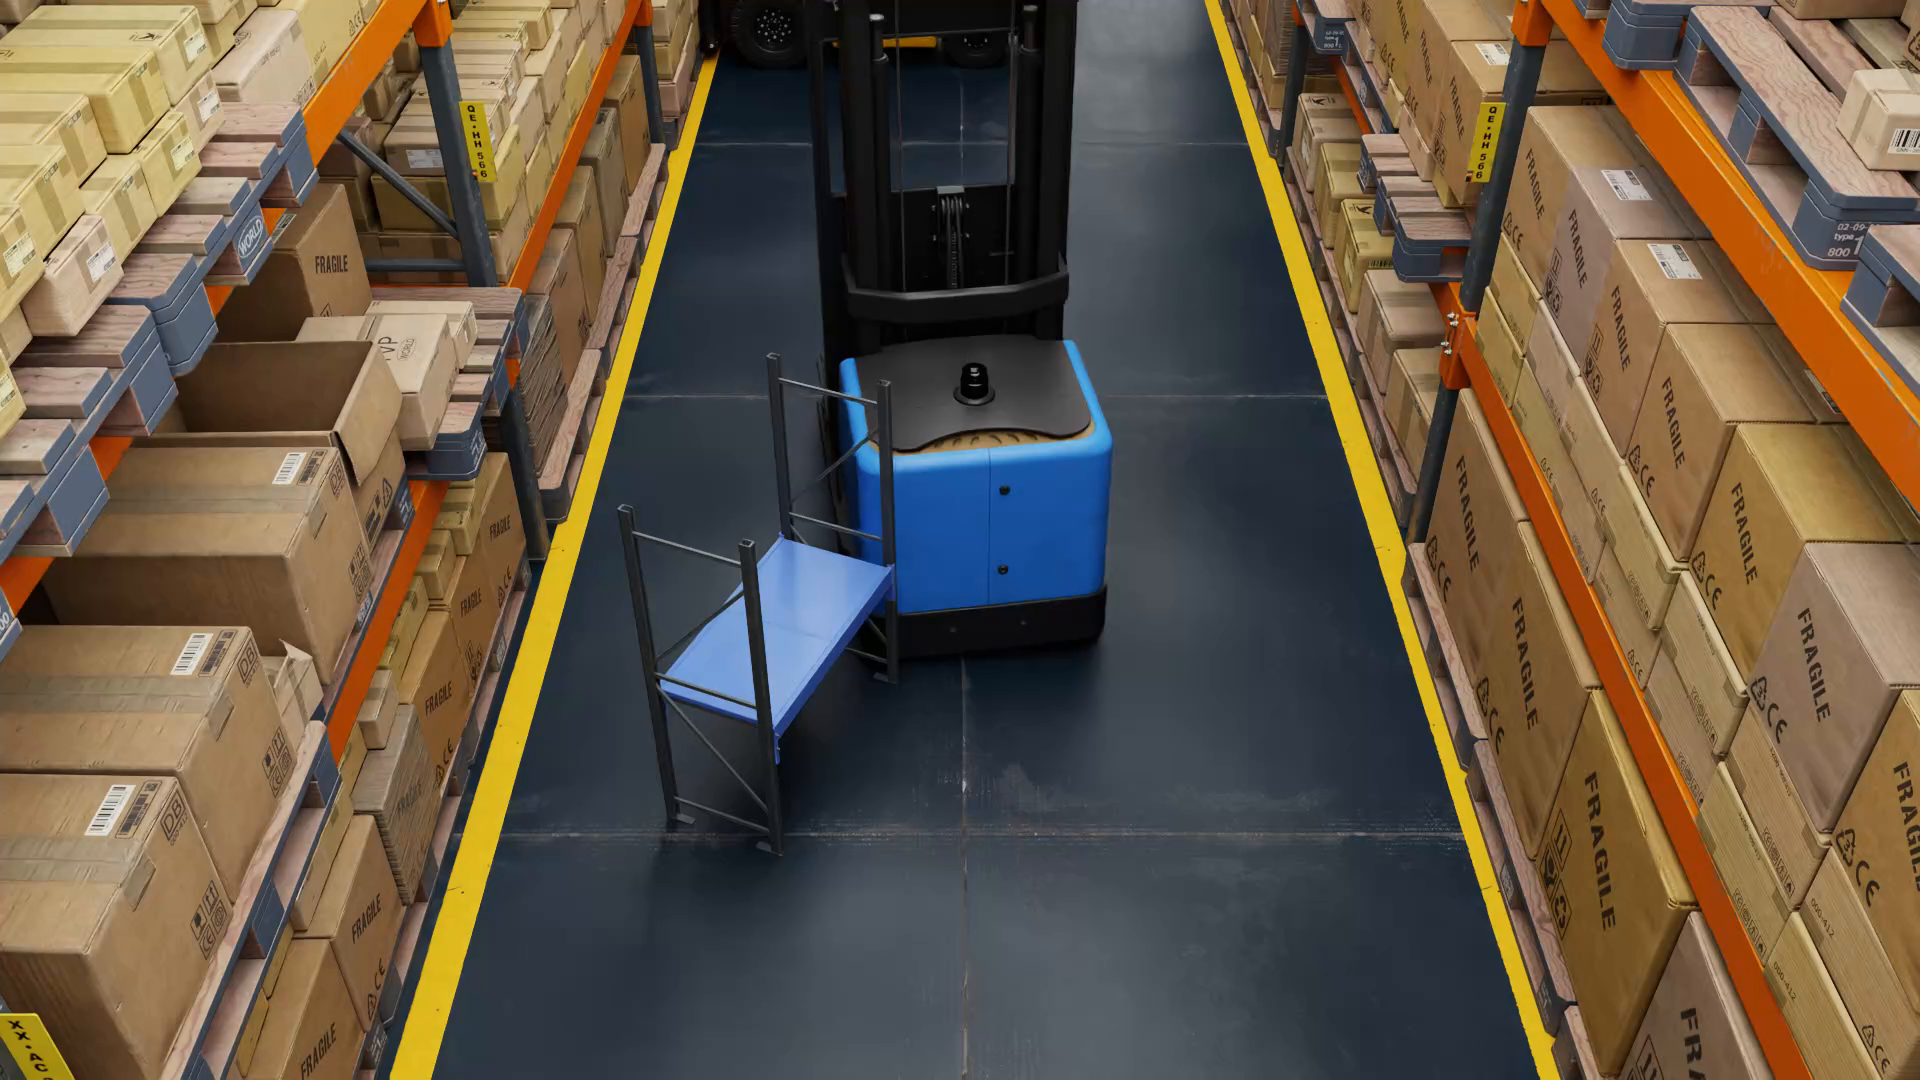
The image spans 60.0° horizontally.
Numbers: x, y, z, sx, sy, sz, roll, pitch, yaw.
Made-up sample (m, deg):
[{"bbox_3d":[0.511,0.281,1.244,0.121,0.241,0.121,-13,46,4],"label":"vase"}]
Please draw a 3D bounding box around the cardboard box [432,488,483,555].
[{"bbox_3d":[-2.114,-0.068,6.580,0.380,0.149,0.250,-2,39,-2],"label":"cardboard box"}]

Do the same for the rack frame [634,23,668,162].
[{"bbox_3d":[-2.403,-3.607,9.852,1.000,3.000,0.127,0,39,0],"label":"rack frame"}]

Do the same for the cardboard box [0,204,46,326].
[{"bbox_3d":[-1.985,-0.508,3.134,0.380,0.149,0.250,-1,39,-1],"label":"cardboard box"}]

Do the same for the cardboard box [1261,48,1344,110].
[{"bbox_3d":[2.291,-3.073,11.049,0.500,0.250,0.500,2,39,2],"label":"cardboard box"}]

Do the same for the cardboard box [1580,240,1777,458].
[{"bbox_3d":[2.316,-0.598,5.218,0.500,0.500,0.500,1,39,1],"label":"cardboard box"}]

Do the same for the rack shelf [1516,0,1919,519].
[{"bbox_3d":[2.567,-0.751,4.465,1.077,0.370,4.000,0,39,0],"label":"rack shelf"}]

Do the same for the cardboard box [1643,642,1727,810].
[{"bbox_3d":[2.336,0.534,4.805,0.500,0.250,0.500,-1,39,-1],"label":"cardboard box"}]

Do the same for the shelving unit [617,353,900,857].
[{"bbox_3d":[-0.691,0.246,6.244,0.538,1.500,1.048,15,41,18],"label":"shelving unit"}]

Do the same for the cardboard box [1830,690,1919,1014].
[{"bbox_3d":[2.318,0.682,3.621,0.500,0.500,0.500,1,39,1],"label":"cardboard box"}]

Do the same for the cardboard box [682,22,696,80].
[{"bbox_3d":[-2.089,-3.318,11.355,0.500,0.250,0.500,-1,39,-1],"label":"cardboard box"}]

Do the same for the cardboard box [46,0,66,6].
[{"bbox_3d":[-2.700,-1.508,4.636,0.380,0.149,0.250,-1,39,-1],"label":"cardboard box"}]

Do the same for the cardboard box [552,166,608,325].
[{"bbox_3d":[-2.395,-1.562,8.864,0.875,0.625,0.625,-2,39,-2],"label":"cardboard box"}]

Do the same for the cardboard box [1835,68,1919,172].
[{"bbox_3d":[2.417,-1.036,4.096,0.380,0.166,0.250,3,39,4],"label":"cardboard box"}]

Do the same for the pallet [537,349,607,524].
[{"bbox_3d":[-2.361,-0.532,8.245,1.003,0.211,1.213,0,39,0],"label":"pallet"}]

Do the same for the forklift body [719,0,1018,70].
[{"bbox_3d":[-0.581,-4.593,11.761,2.313,2.155,1.214,0,39,0],"label":"forklift body"}]

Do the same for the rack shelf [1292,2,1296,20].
[{"bbox_3d":[2.558,-4.583,11.645,1.077,0.370,4.000,0,39,0],"label":"rack shelf"}]

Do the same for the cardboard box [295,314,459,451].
[{"bbox_3d":[-2.074,-0.551,5.824,0.500,0.250,0.500,-2,39,-2],"label":"cardboard box"}]

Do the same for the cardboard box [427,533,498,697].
[{"bbox_3d":[-2.193,0.283,6.661,0.500,0.500,0.500,-1,39,-1],"label":"cardboard box"}]

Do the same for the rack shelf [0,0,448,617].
[{"bbox_3d":[-2.397,-0.745,4.457,1.077,0.370,4.000,0,39,0],"label":"rack shelf"}]

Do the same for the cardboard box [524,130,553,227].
[{"bbox_3d":[-2.151,-1.639,7.517,0.500,0.250,0.500,-1,39,-1],"label":"cardboard box"}]

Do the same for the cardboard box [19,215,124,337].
[{"bbox_3d":[-1.976,-0.545,3.418,0.380,0.149,0.250,0,39,1],"label":"cardboard box"}]

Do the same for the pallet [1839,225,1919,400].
[{"bbox_3d":[2.519,-0.279,3.454,0.805,0.209,1.217,-1,39,-2],"label":"pallet"}]

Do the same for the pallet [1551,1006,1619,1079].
[{"bbox_3d":[2.493,1.996,5.091,1.003,0.211,1.213,0,39,0],"label":"pallet"}]

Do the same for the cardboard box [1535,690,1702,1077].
[{"bbox_3d":[2.480,1.103,5.339,0.875,0.875,0.875,1,39,1],"label":"cardboard box"}]

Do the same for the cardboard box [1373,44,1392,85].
[{"bbox_3d":[2.248,-2.351,8.150,0.380,0.149,0.250,-1,39,-1],"label":"cardboard box"}]

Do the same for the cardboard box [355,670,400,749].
[{"bbox_3d":[-2.171,0.591,5.759,0.380,0.149,0.250,-2,39,-2],"label":"cardboard box"}]

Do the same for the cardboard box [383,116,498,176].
[{"bbox_3d":[-2.105,-1.597,6.746,0.380,0.149,0.250,1,39,1],"label":"cardboard box"}]

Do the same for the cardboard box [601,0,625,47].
[{"bbox_3d":[-2.135,-2.919,9.114,0.500,0.250,0.500,0,39,0],"label":"cardboard box"}]

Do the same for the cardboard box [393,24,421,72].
[{"bbox_3d":[-2.645,-2.243,7.552,0.380,0.149,0.250,0,39,0],"label":"cardboard box"}]

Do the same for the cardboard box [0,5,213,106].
[{"bbox_3d":[-2.016,-1.146,3.930,0.380,0.149,0.250,0,39,0],"label":"cardboard box"}]

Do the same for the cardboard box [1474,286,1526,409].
[{"bbox_3d":[2.314,-0.747,6.403,0.500,0.250,0.500,-1,39,-1],"label":"cardboard box"}]

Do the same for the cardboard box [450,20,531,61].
[{"bbox_3d":[-2.175,-2.245,7.555,0.380,0.149,0.250,0,39,0],"label":"cardboard box"}]

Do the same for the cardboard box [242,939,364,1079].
[{"bbox_3d":[-2.180,1.572,5.053,0.500,0.500,0.500,-1,39,-1],"label":"cardboard box"}]

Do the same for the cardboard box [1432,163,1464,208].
[{"bbox_3d":[2.257,-1.550,7.150,0.380,0.149,0.250,1,39,1],"label":"cardboard box"}]

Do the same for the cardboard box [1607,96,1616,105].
[{"bbox_3d":[2.796,-1.712,6.834,0.500,0.500,0.500,-1,39,-1],"label":"cardboard box"}]

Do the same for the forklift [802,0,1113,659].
[{"bbox_3d":[-0.115,-1.559,7.351,1.130,2.935,3.031,-6,39,-7],"label":"forklift"}]

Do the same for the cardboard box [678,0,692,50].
[{"bbox_3d":[-2.098,-3.511,11.195,0.500,0.250,0.500,0,39,0],"label":"cardboard box"}]

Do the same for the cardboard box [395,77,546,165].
[{"bbox_3d":[-2.154,-1.833,7.359,0.500,0.250,0.500,1,39,1],"label":"cardboard box"}]

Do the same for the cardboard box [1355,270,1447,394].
[{"bbox_3d":[2.565,-1.065,8.445,0.950,0.372,0.625,-1,39,-1],"label":"cardboard box"}]

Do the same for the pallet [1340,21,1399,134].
[{"bbox_3d":[2.522,-2.275,8.343,1.003,0.211,1.213,0,39,0],"label":"pallet"}]

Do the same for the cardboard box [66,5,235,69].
[{"bbox_3d":[-2.182,-1.347,4.435,0.380,0.149,0.250,1,39,1],"label":"cardboard box"}]

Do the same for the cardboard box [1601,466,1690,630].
[{"bbox_3d":[2.294,0.021,5.045,0.500,0.250,0.500,1,39,1],"label":"cardboard box"}]

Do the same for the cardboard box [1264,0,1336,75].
[{"bbox_3d":[2.291,-3.366,10.815,0.500,0.500,0.500,-1,39,-1],"label":"cardboard box"}]

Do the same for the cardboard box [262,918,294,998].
[{"bbox_3d":[-2.232,1.225,4.967,0.380,0.149,0.250,-1,39,-1],"label":"cardboard box"}]

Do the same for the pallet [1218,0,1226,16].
[{"bbox_3d":[2.521,-4.471,13.160,1.003,0.211,1.213,0,39,0],"label":"pallet"}]

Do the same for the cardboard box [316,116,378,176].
[{"bbox_3d":[-2.602,-1.601,6.750,0.380,0.149,0.250,1,39,1],"label":"cardboard box"}]

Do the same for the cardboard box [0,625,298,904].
[{"bbox_3d":[-2.172,0.566,4.229,0.700,0.500,0.500,0,39,0],"label":"cardboard box"}]

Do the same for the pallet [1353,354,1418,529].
[{"bbox_3d":[2.565,-0.512,8.220,1.003,0.211,1.213,0,39,0],"label":"pallet"}]

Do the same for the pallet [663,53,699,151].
[{"bbox_3d":[-2.362,-3.016,11.345,1.003,0.211,1.213,0,39,0],"label":"pallet"}]

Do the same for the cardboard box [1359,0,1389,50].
[{"bbox_3d":[2.273,-2.695,8.060,0.500,0.500,0.500,-2,39,-2],"label":"cardboard box"}]
